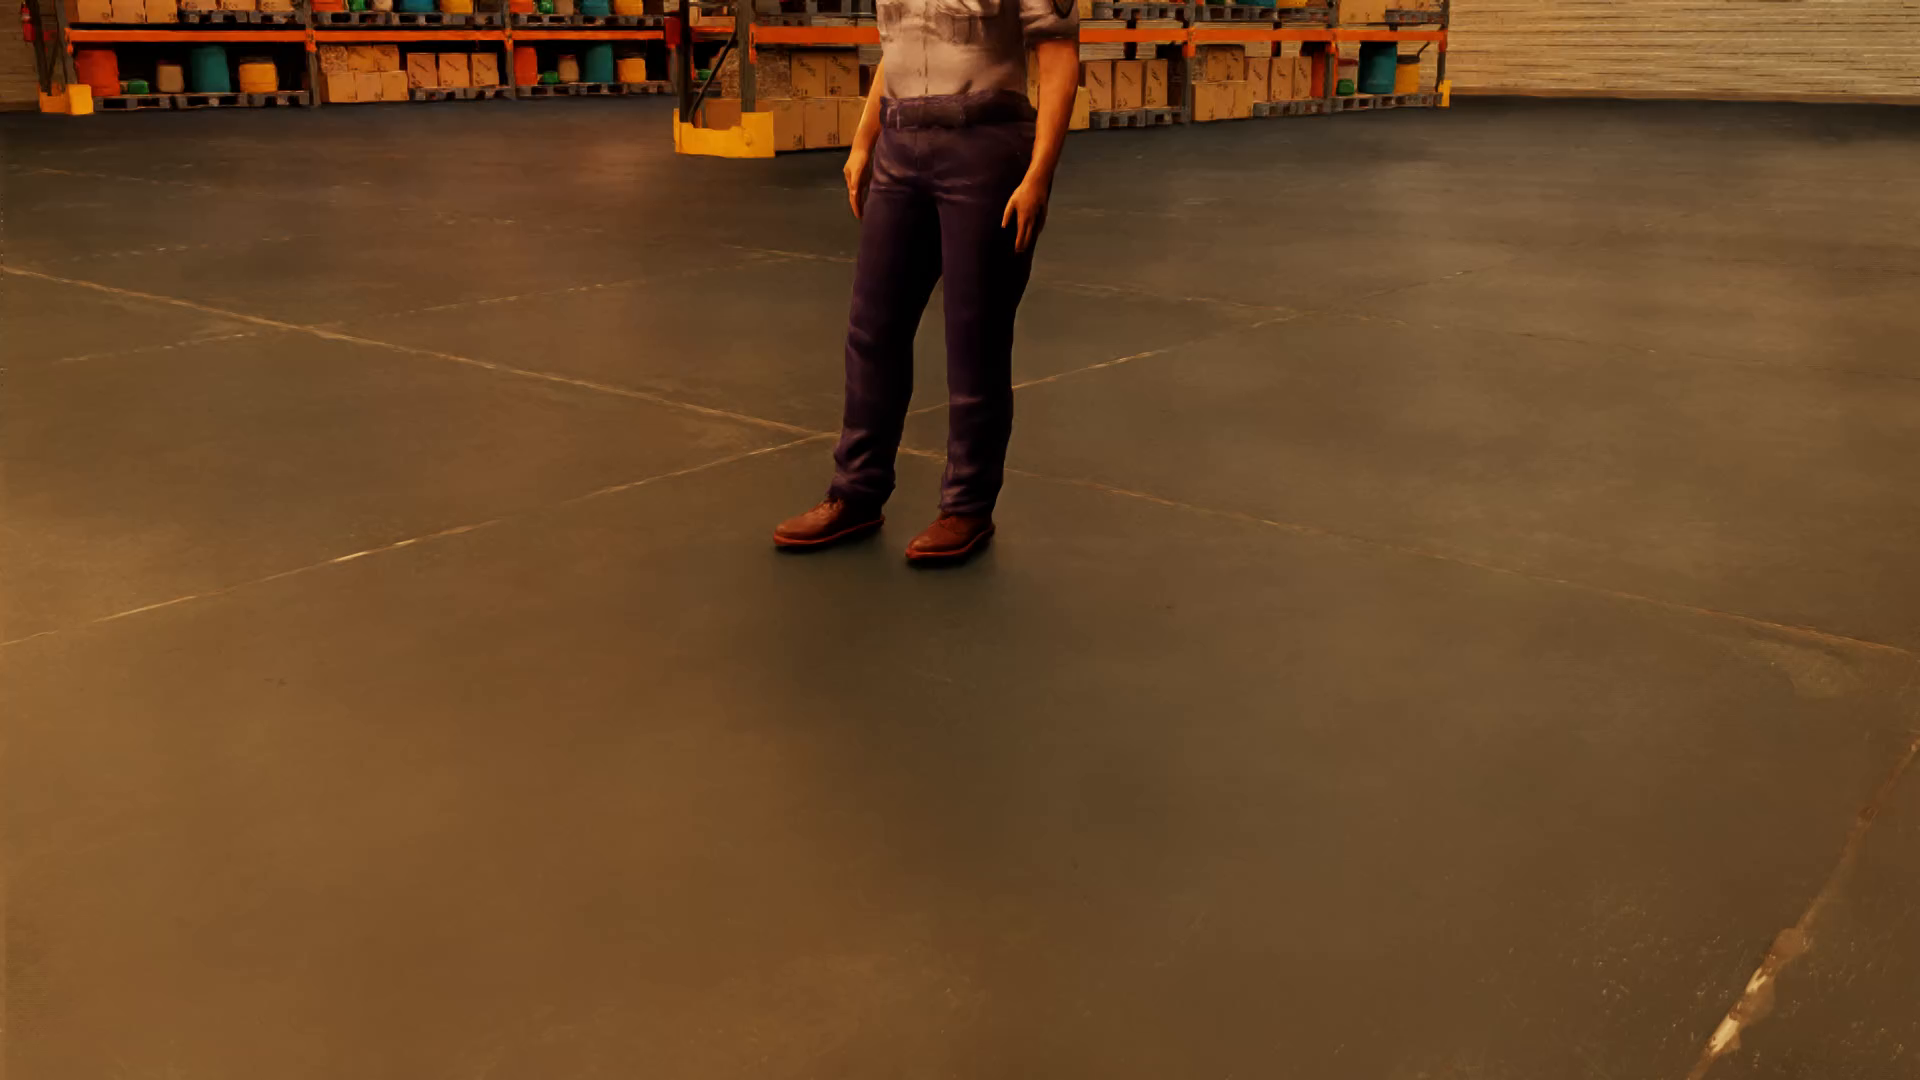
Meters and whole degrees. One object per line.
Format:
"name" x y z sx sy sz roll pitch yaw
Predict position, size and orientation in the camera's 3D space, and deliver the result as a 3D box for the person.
"person" -0.075 -0.774 3.650 0.599 1.640 0.502 13 21 37
